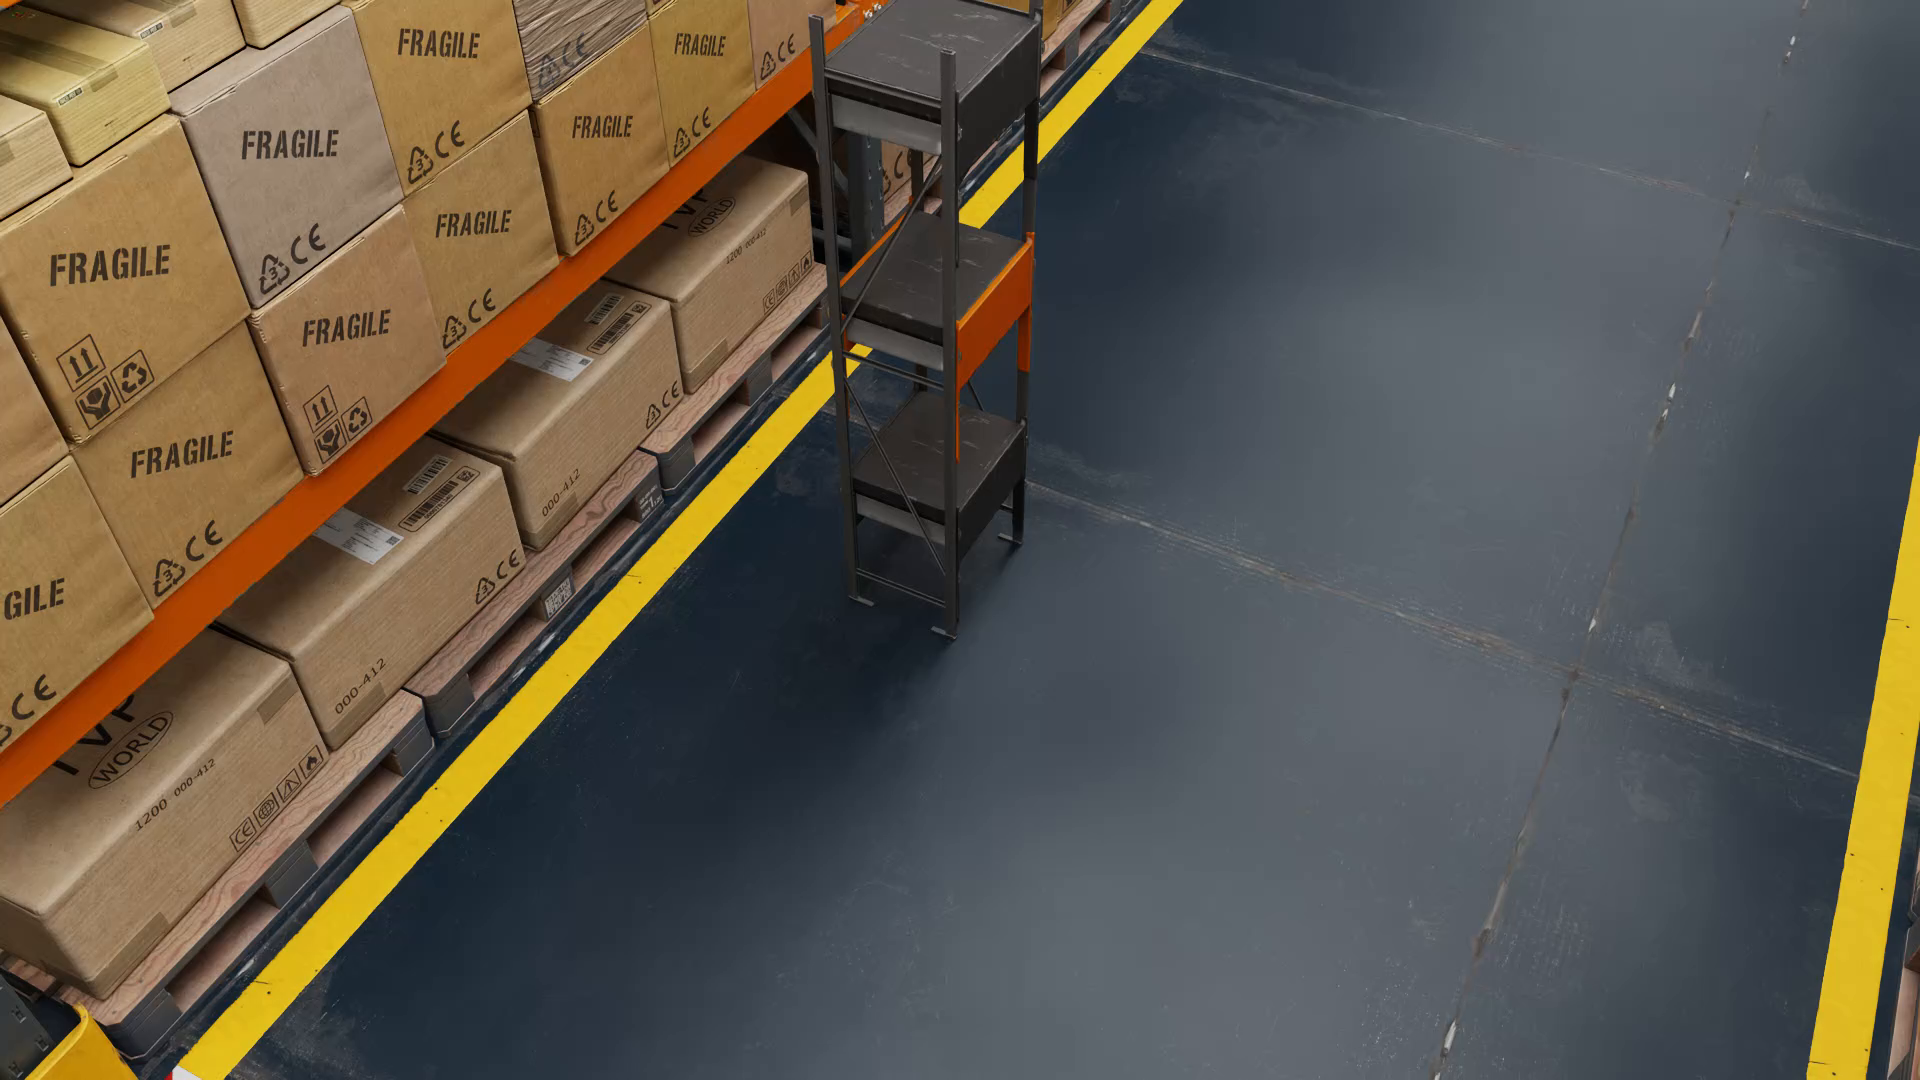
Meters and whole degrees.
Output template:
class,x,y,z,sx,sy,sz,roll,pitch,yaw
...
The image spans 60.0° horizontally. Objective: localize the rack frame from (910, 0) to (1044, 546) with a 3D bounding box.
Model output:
class,x,y,z,sx,sy,sz,roll,pitch,yaw
rack frame,0.036,-0.788,5.052,0.400,2.100,0.015,20,49,19

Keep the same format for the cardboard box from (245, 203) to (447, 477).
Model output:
class,x,y,z,sx,sy,sz,roll,pitch,yaw
cardboard box,-1.682,-0.563,4.127,0.500,0.500,0.500,20,49,19

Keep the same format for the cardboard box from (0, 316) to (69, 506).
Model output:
class,x,y,z,sx,sy,sz,roll,pitch,yaw
cardboard box,-2.146,-0.273,3.137,0.500,0.500,0.500,19,48,18

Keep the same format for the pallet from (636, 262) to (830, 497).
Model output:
class,x,y,z,sx,sy,sz,roll,pitch,yaw
pallet,-1.187,-0.764,6.357,1.003,0.211,1.213,20,49,19

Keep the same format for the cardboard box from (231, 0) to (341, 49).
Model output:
class,x,y,z,sx,sy,sz,roll,pitch,yaw
cardboard box,-1.596,-1.237,3.634,0.380,0.149,0.250,21,49,19

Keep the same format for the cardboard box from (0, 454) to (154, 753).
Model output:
class,x,y,z,sx,sy,sz,roll,pitch,yaw
cardboard box,-2.144,0.079,3.492,0.500,0.500,0.500,20,49,19

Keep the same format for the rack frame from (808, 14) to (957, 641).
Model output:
class,x,y,z,sx,sy,sz,roll,pitch,yaw
rack frame,-0.190,-0.480,4.748,0.400,2.100,0.015,20,49,19

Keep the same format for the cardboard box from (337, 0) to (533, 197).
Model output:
class,x,y,z,sx,sy,sz,roll,pitch,yaw
cardboard box,-1.449,-1.242,4.095,0.500,0.500,0.500,21,49,19

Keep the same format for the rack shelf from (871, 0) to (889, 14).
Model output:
class,x,y,z,sx,sy,sz,roll,pitch,yaw
rack shelf,0.164,-3.205,7.314,1.077,0.370,4.000,20,49,19

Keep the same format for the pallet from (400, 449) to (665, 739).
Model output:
class,x,y,z,sx,sy,sz,roll,pitch,yaw
pallet,-1.752,0.007,5.595,1.003,0.211,1.213,20,49,19

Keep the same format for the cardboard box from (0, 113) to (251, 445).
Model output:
class,x,y,z,sx,sy,sz,roll,pitch,yaw
cardboard box,-1.912,-0.601,3.461,0.500,0.500,0.500,19,48,18

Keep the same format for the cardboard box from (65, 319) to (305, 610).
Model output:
class,x,y,z,sx,sy,sz,roll,pitch,yaw
cardboard box,-1.934,-0.249,3.816,0.500,0.500,0.500,20,49,19

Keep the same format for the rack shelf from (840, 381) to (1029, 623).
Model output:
class,x,y,z,sx,sy,sz,roll,pitch,yaw
rack shelf,-0.077,-0.132,5.408,0.431,0.518,0.480,20,49,19

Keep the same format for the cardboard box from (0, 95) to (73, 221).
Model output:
class,x,y,z,sx,sy,sz,roll,pitch,yaw
cardboard box,-1.930,-0.739,3.142,0.380,0.149,0.250,22,49,20

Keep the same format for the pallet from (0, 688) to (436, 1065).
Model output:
class,x,y,z,sx,sy,sz,roll,pitch,yaw
pallet,-2.319,0.773,4.838,1.003,0.211,1.213,20,49,19

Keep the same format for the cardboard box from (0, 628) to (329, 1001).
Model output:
class,x,y,z,sx,sy,sz,roll,pitch,yaw
cardboard box,-2.403,0.626,4.528,0.875,0.438,0.875,19,48,18

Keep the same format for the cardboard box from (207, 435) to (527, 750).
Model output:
class,x,y,z,sx,sy,sz,roll,pitch,yaw
cardboard box,-1.986,0.047,5.101,0.875,0.438,0.875,22,49,20

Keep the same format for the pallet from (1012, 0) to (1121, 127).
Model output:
class,x,y,z,sx,sy,sz,roll,pitch,yaw
pallet,0.092,-2.500,8.072,1.003,0.211,1.213,20,49,19

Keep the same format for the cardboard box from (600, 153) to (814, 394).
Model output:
class,x,y,z,sx,sy,sz,roll,pitch,yaw
cardboard box,-1.151,-1.085,6.219,0.875,0.438,0.875,20,49,19

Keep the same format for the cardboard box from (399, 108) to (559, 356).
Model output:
class,x,y,z,sx,sy,sz,roll,pitch,yaw
cardboard box,-1.464,-0.884,4.445,0.500,0.500,0.500,22,49,20

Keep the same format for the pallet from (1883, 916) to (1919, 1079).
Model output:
class,x,y,z,sx,sy,sz,roll,pitch,yaw
pallet,2.821,1.559,4.060,1.003,0.211,1.213,20,49,19

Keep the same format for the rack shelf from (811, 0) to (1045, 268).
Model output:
class,x,y,z,sx,sy,sz,roll,pitch,yaw
rack shelf,-0.077,-1.116,4.412,0.431,0.518,0.480,20,49,19

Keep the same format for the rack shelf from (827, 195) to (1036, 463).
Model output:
class,x,y,z,sx,sy,sz,roll,pitch,yaw
rack shelf,-0.077,-0.624,4.910,0.431,0.518,0.480,20,49,19

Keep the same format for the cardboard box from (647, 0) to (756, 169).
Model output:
class,x,y,z,sx,sy,sz,roll,pitch,yaw
cardboard box,-0.987,-1.530,5.083,0.500,0.500,0.500,19,48,18

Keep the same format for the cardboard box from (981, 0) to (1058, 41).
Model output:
class,x,y,z,sx,sy,sz,roll,pitch,yaw
cardboard box,-0.135,-2.587,7.397,0.875,0.875,0.875,22,49,20

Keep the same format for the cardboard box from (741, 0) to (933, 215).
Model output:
class,x,y,z,sx,sy,sz,roll,pitch,yaw
cardboard box,-0.547,-2.016,6.832,0.875,0.875,0.875,22,49,20

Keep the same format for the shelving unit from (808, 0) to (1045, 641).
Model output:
class,x,y,z,sx,sy,sz,roll,pitch,yaw
shelving unit,-0.077,-0.634,4.900,0.431,2.100,0.503,20,49,19

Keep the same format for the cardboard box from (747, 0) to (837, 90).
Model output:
class,x,y,z,sx,sy,sz,roll,pitch,yaw
cardboard box,-0.753,-1.856,5.405,0.500,0.500,0.500,21,49,19

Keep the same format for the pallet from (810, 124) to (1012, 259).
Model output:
class,x,y,z,sx,sy,sz,roll,pitch,yaw
pallet,-0.473,-1.729,7.310,1.003,0.211,1.213,20,49,19

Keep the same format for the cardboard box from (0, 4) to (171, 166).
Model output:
class,x,y,z,sx,sy,sz,roll,pitch,yaw
cardboard box,-1.824,-0.911,3.312,0.380,0.149,0.250,19,48,18

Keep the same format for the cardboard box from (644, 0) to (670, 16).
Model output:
class,x,y,z,sx,sy,sz,roll,pitch,yaw
cardboard box,-0.981,-1.879,4.725,0.500,0.500,0.500,20,49,18

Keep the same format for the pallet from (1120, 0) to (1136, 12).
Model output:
class,x,y,z,sx,sy,sz,roll,pitch,yaw
pallet,0.660,-3.266,8.829,1.003,0.211,1.213,20,49,19

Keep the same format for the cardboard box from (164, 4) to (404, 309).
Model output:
class,x,y,z,sx,sy,sz,roll,pitch,yaw
cardboard box,-1.680,-0.928,3.784,0.500,0.500,0.500,20,49,19

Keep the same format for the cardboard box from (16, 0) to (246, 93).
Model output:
class,x,y,z,sx,sy,sz,roll,pitch,yaw
cardboard box,-1.749,-1.094,3.493,0.380,0.149,0.250,21,49,19

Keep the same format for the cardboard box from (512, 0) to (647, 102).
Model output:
class,x,y,z,sx,sy,sz,roll,pitch,yaw
cardboard box,-1.209,-1.555,4.405,0.500,0.500,0.500,21,49,20

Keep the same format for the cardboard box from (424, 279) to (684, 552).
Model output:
class,x,y,z,sx,sy,sz,roll,pitch,yaw
cardboard box,-1.566,-0.521,5.662,0.875,0.438,0.875,19,48,18

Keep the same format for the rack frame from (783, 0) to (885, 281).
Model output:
class,x,y,z,sx,sy,sz,roll,pitch,yaw
rack frame,-0.764,-2.198,5.813,1.000,3.000,0.127,20,49,19

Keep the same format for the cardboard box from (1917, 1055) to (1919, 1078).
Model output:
class,x,y,z,sx,sy,sz,roll,pitch,yaw
cardboard box,2.510,1.220,3.936,0.380,0.149,0.250,21,49,19

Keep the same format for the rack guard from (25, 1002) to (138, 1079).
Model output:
class,x,y,z,sx,sy,sz,roll,pitch,yaw
rack guard,-2.632,1.216,4.197,1.175,0.500,0.348,20,49,19

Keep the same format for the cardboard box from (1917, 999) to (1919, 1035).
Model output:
class,x,y,z,sx,sy,sz,roll,pitch,yaw
cardboard box,2.647,1.181,4.182,0.380,0.149,0.250,19,48,18

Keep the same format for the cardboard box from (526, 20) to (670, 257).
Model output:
class,x,y,z,sx,sy,sz,roll,pitch,yaw
cardboard box,-1.208,-1.209,4.765,0.500,0.500,0.500,20,49,18

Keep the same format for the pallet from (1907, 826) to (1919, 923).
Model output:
class,x,y,z,sx,sy,sz,roll,pitch,yaw
pallet,3.387,0.788,4.823,1.003,0.211,1.213,20,49,19

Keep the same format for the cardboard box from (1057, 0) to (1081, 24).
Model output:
class,x,y,z,sx,sy,sz,roll,pitch,yaw
cardboard box,0.281,-3.150,7.953,0.875,0.875,0.875,21,49,20

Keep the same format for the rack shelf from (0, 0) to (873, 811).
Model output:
class,x,y,z,sx,sy,sz,roll,pitch,yaw
rack shelf,-1.693,-0.685,4.824,1.077,0.370,4.000,20,49,19
